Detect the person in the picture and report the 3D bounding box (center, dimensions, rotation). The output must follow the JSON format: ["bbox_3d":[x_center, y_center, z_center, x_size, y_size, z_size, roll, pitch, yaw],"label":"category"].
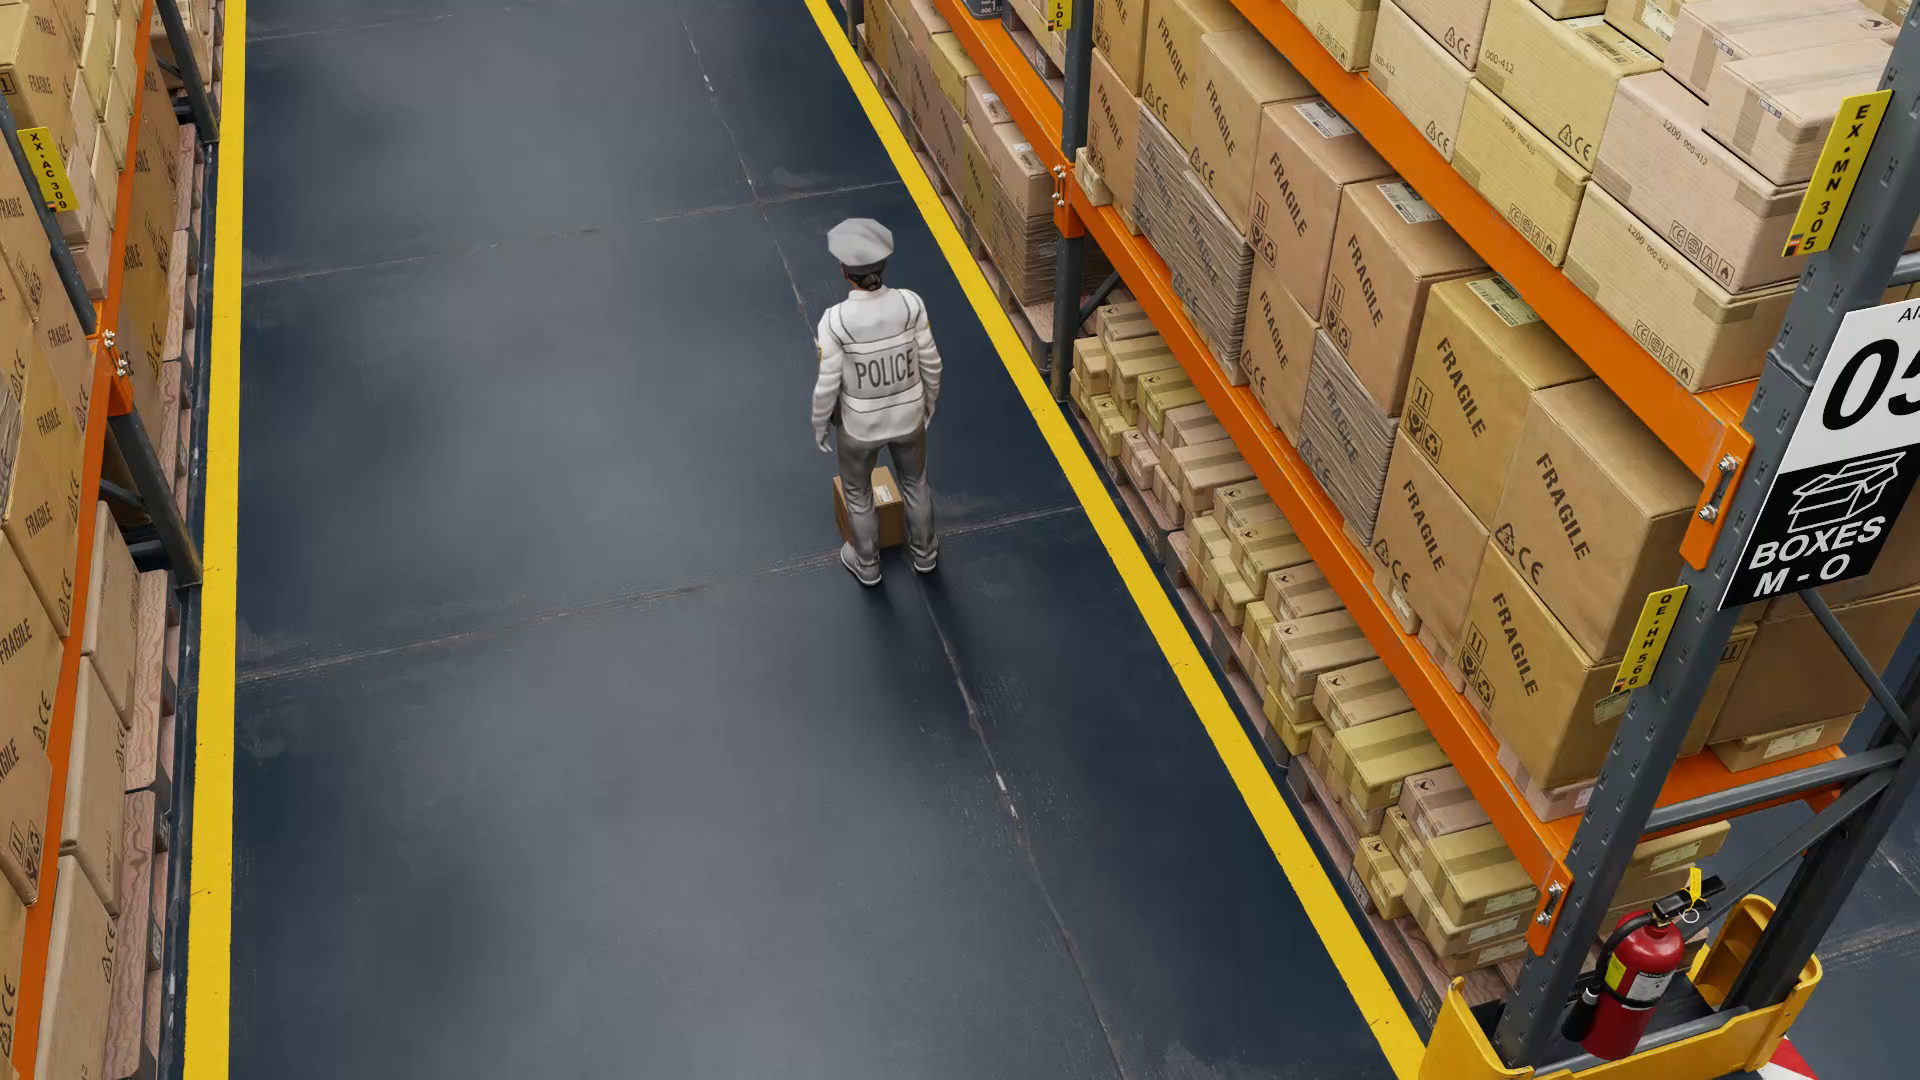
[{"bbox_3d":[-0.331,-0.498,6.699,0.547,1.667,0.370,-14,44,-15],"label":"person"}]
